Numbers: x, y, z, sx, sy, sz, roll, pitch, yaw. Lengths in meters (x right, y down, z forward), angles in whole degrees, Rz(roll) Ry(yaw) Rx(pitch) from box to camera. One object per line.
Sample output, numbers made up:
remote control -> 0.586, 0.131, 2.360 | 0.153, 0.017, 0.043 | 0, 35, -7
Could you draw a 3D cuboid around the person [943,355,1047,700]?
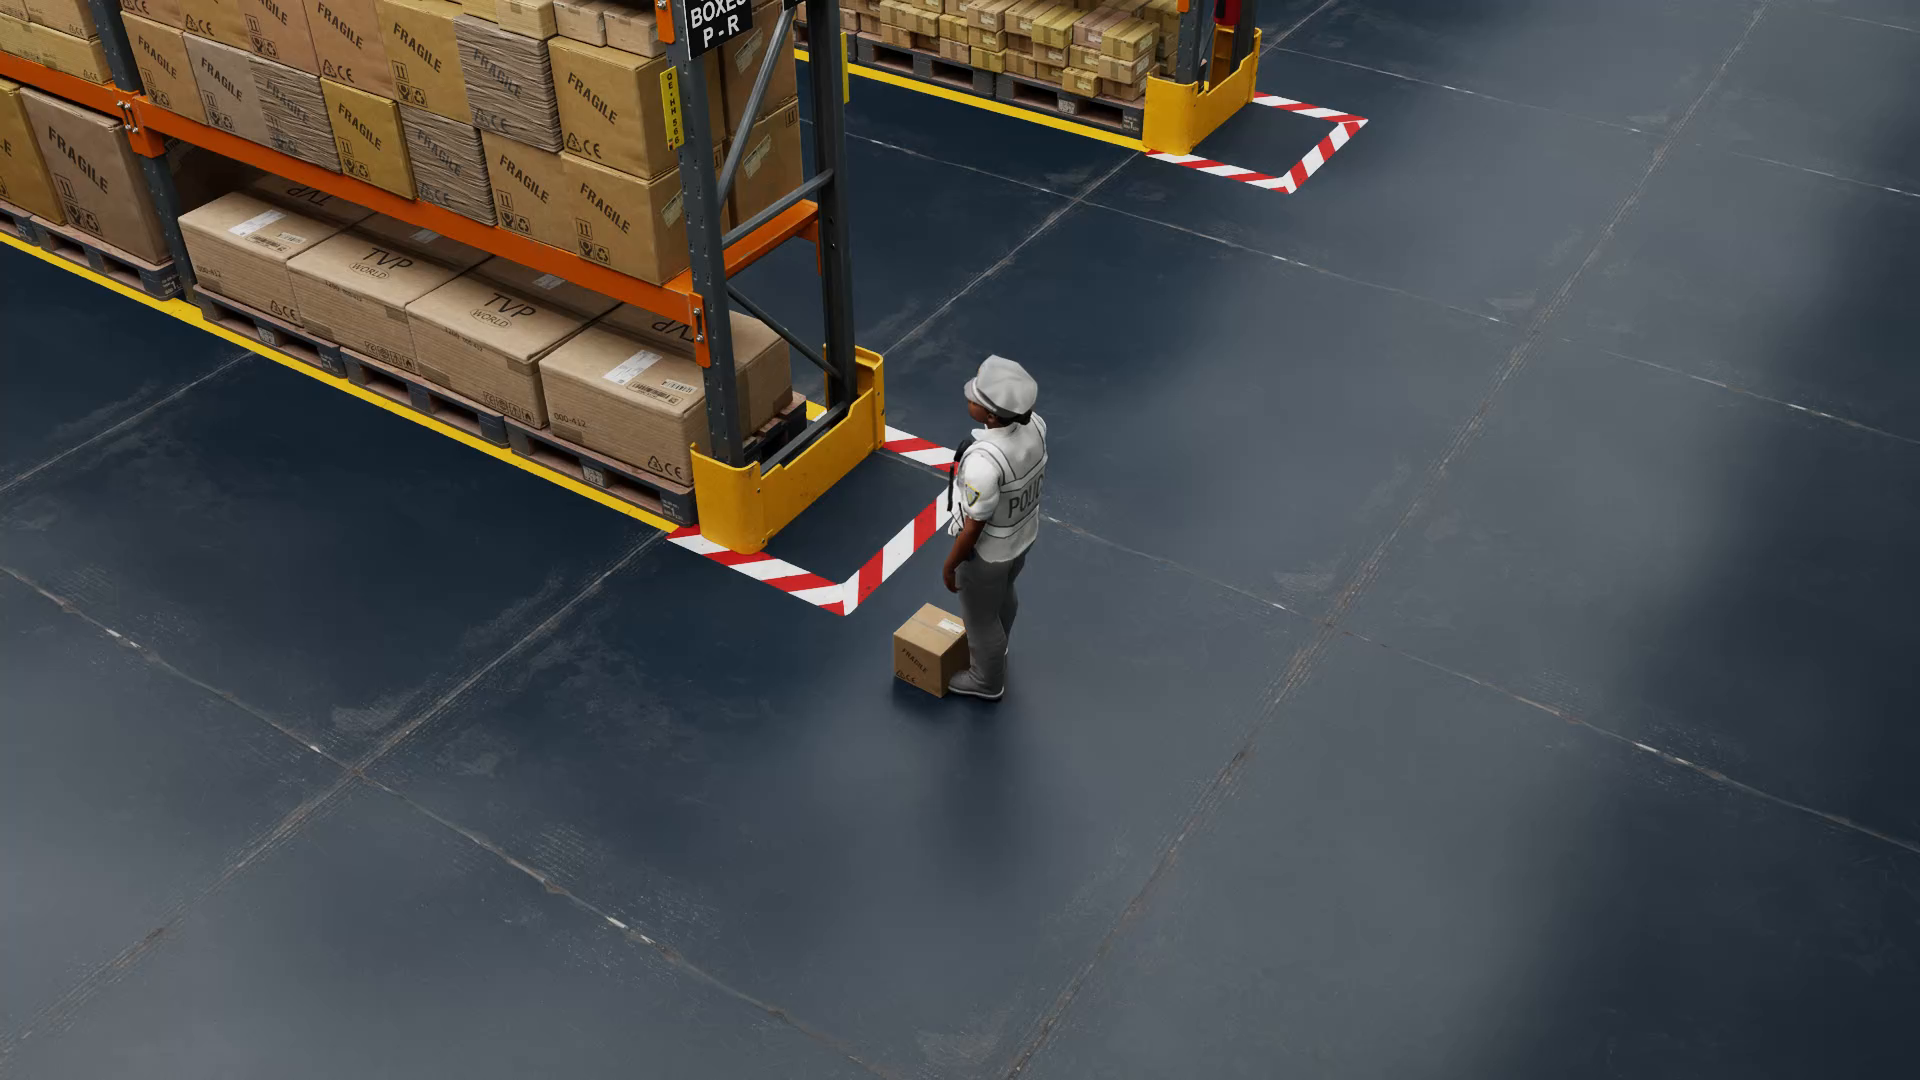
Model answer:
person -> 0.077, -0.043, 6.691 | 0.528, 1.698, 0.570 | 22, 43, 25
